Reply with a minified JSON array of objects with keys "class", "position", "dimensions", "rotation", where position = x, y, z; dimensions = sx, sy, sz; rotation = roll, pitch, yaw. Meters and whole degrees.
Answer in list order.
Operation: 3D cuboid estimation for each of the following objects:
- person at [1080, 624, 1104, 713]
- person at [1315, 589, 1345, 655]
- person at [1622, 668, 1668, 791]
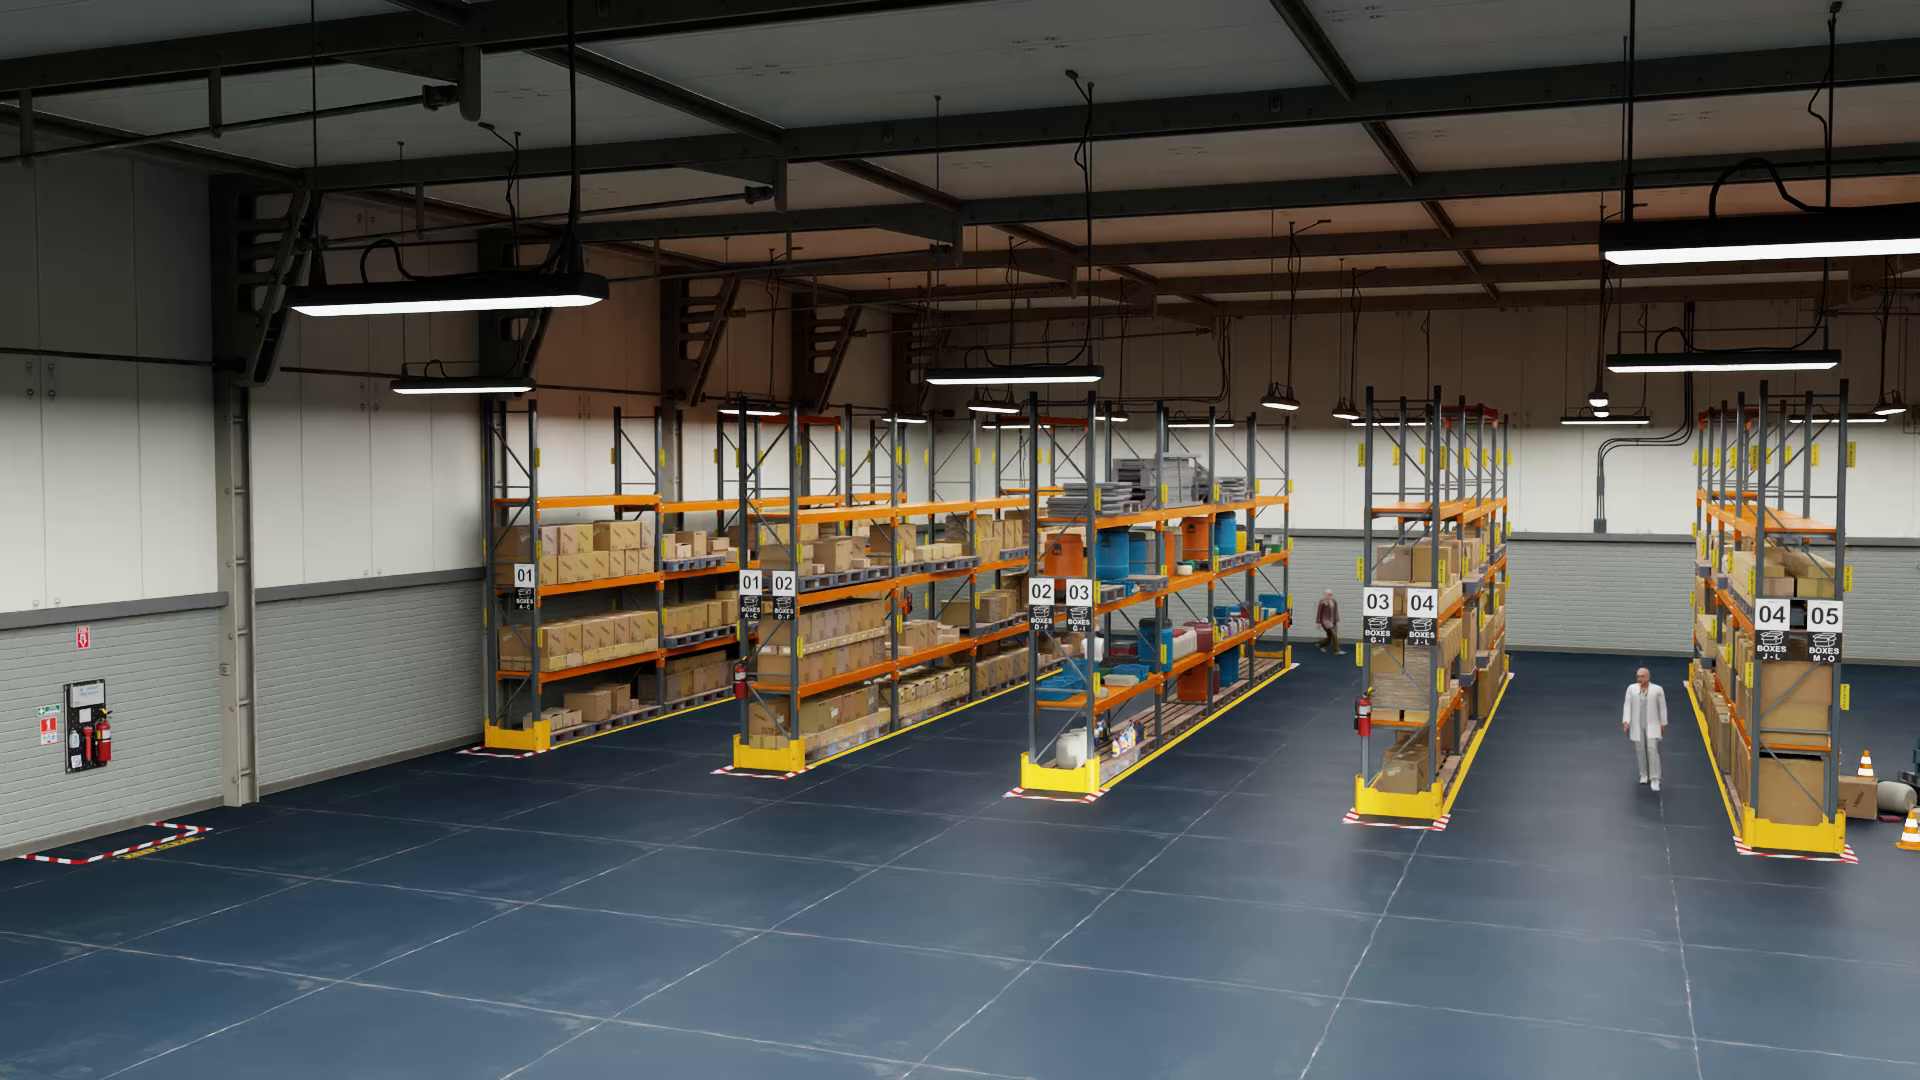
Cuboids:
[{"class":"person","position":[2.623,2.519,32.425],"dimensions":[0.581,1.784,0.553],"rotation":[1,3,21]},{"class":"person","position":[9.426,2.084,42.390],"dimensions":[0.567,1.667,1.171],"rotation":[-2,3,-31]},{"class":"person","position":[10.454,2.863,25.445],"dimensions":[0.624,1.791,0.746],"rotation":[2,3,35]}]
